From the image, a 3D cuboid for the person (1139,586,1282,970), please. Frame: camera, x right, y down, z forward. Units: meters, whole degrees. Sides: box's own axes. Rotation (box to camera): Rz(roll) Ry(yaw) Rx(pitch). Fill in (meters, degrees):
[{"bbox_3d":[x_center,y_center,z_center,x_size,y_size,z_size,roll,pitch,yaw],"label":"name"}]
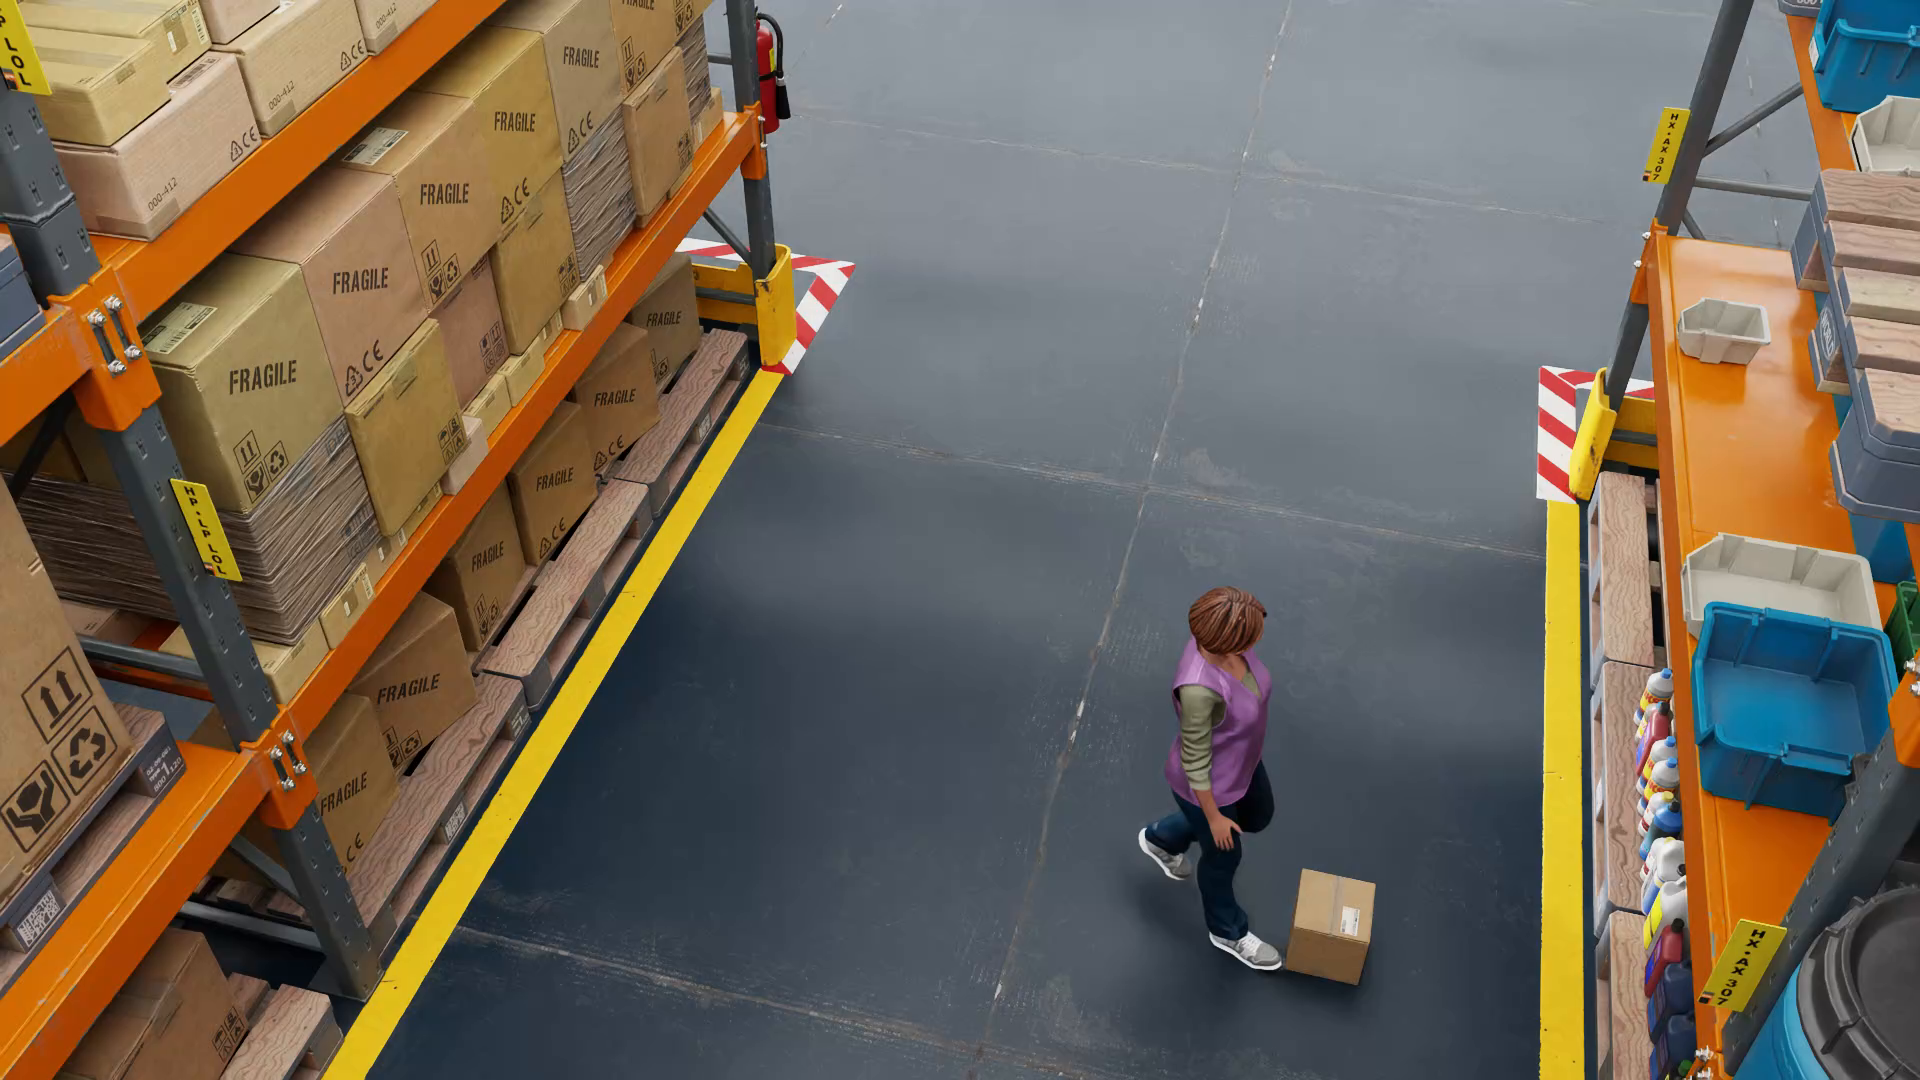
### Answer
[{"bbox_3d":[0.857,0.753,5.311,0.595,1.586,0.447,17,44,18],"label":"person"}]
